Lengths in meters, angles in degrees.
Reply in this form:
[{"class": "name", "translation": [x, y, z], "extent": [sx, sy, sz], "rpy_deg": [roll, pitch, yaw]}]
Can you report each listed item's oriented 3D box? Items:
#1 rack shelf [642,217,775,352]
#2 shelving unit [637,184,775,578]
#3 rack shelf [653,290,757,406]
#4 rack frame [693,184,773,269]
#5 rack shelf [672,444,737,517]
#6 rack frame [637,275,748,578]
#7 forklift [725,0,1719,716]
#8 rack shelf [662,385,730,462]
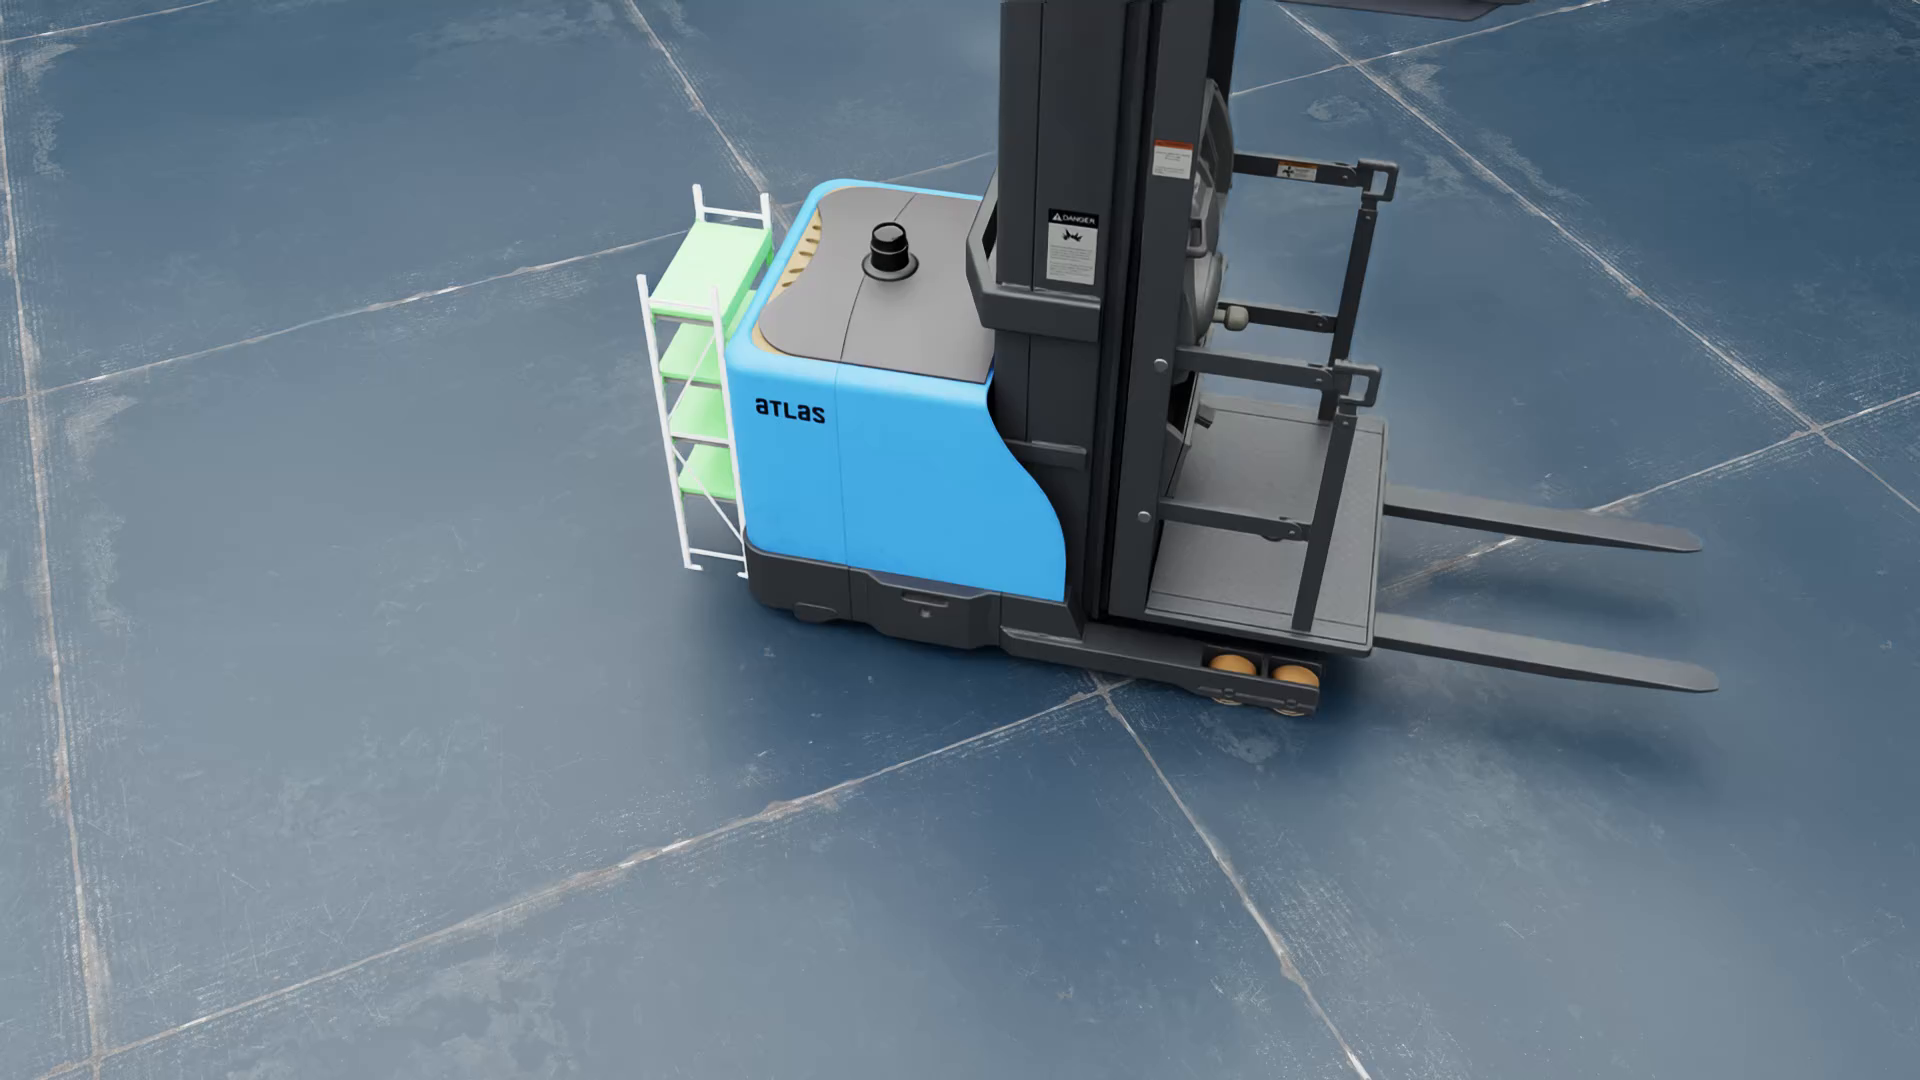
[{"class": "rack shelf", "translation": [-0.763, -0.782, 5.096], "extent": [0.258, 0.148, 0.480], "rpy_deg": [9, 45, 9]}, {"class": "shelving unit", "translation": [-0.763, -0.486, 5.388], "extent": [0.258, 1.200, 0.503], "rpy_deg": [9, 45, 9]}, {"class": "rack shelf", "translation": [-0.763, -0.612, 5.265], "extent": [0.258, 0.148, 0.480], "rpy_deg": [9, 45, 9]}, {"class": "rack frame", "translation": [-0.709, -0.653, 5.558], "extent": [0.240, 1.200, 0.015], "rpy_deg": [9, 45, 9]}, {"class": "rack shelf", "translation": [-0.763, -0.270, 5.602], "extent": [0.258, 0.148, 0.480], "rpy_deg": [9, 45, 9]}, {"class": "rack frame", "translation": [-0.816, -0.319, 5.219], "extent": [0.240, 1.200, 0.015], "rpy_deg": [9, 45, 9]}, {"class": "forklift", "translation": [0.876, -0.907, 4.582], "extent": [3.031, 2.935, 1.130], "rpy_deg": [9, 45, 9]}, {"class": "rack shelf", "translation": [-0.763, -0.441, 5.433], "extent": [0.258, 0.148, 0.480], "rpy_deg": [9, 45, 9]}]
